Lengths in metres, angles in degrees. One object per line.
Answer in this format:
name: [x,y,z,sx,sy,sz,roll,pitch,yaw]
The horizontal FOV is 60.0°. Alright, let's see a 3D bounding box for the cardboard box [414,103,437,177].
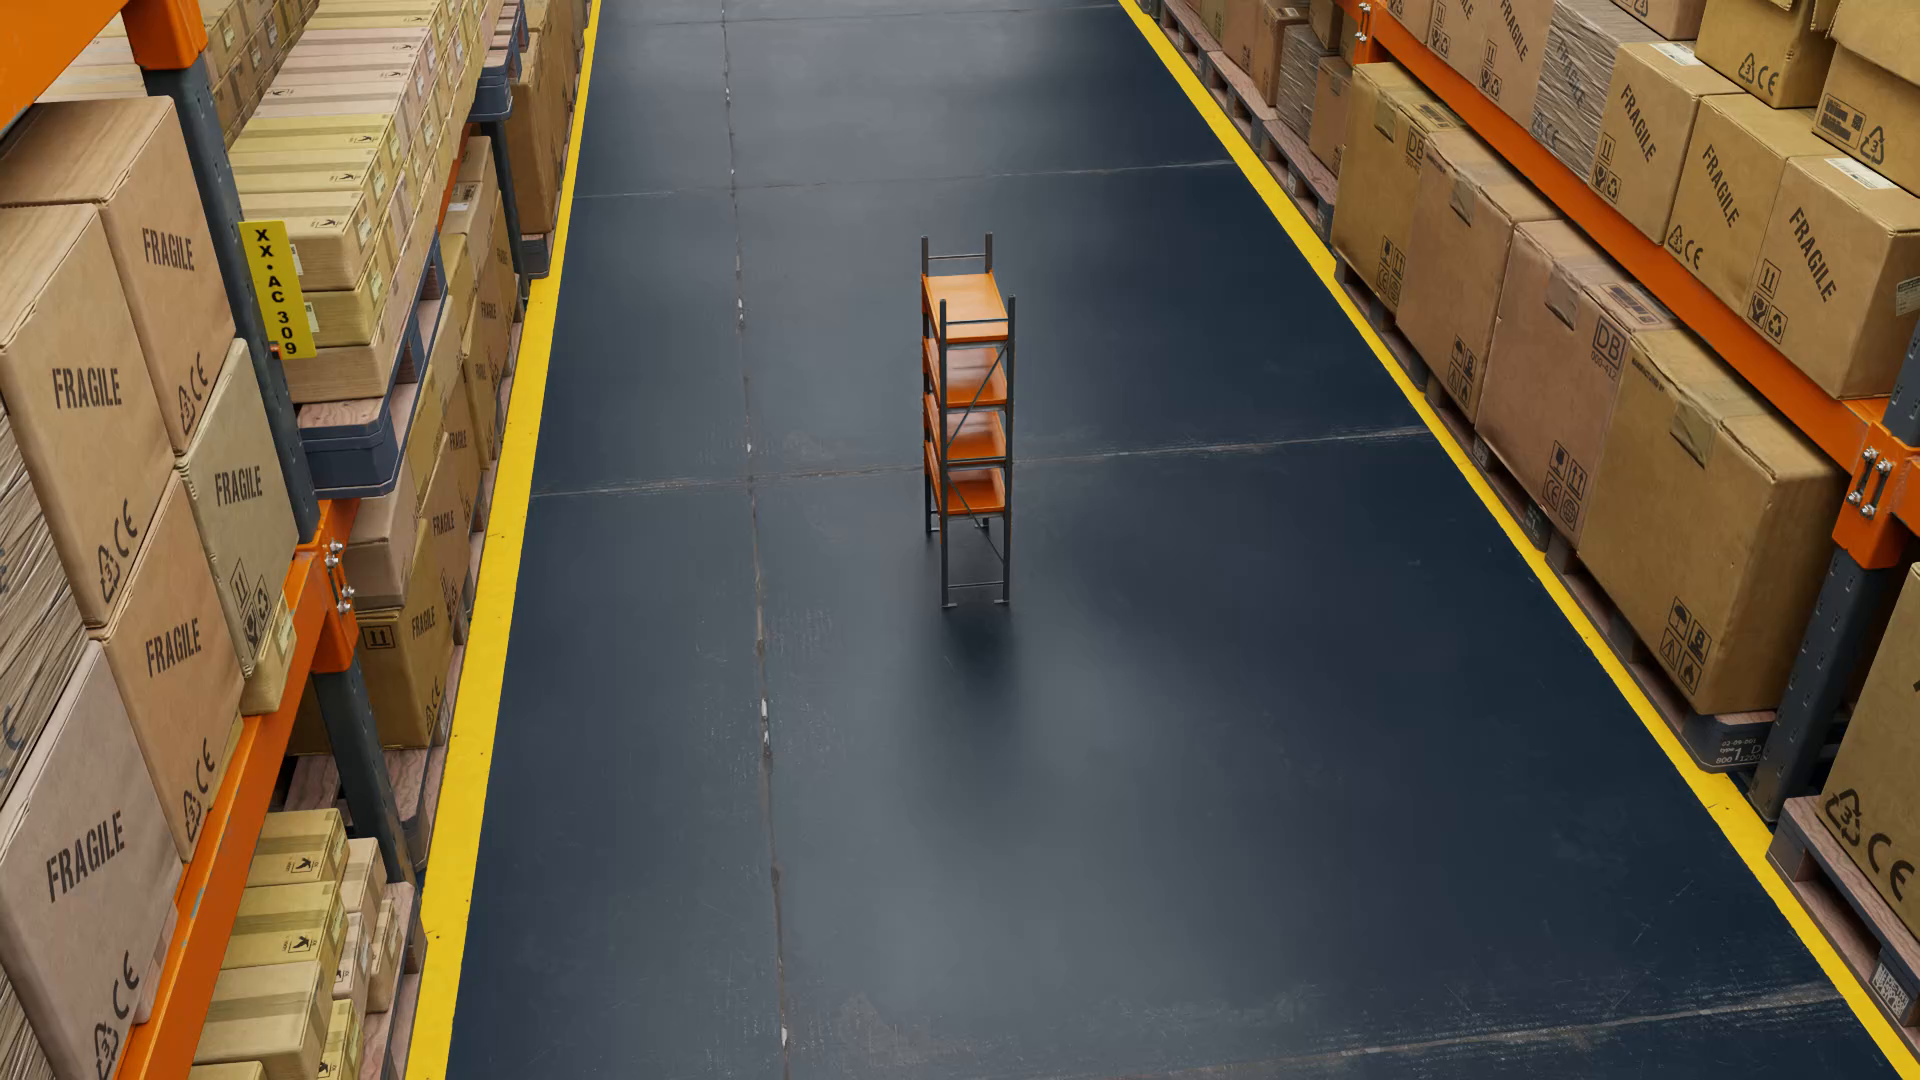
cardboard box: [-1.763,-1.167,4.885,0.380,0.149,0.250,-3,34,-4]

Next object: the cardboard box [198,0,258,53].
cardboard box: [-2.509,-1.678,5.371,0.380,0.149,0.250,-3,34,-5]

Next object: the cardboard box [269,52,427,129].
cardboard box: [-1.758,-1.287,4.797,0.380,0.149,0.250,-5,35,-7]

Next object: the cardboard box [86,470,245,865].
cardboard box: [-1.606,0.238,2.884,0.500,0.500,0.500,-5,35,-8]

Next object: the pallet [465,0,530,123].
pallet: [-2.356,-1.899,6.544,1.213,0.211,1.003,-4,35,-6]

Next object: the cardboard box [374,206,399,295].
cardboard box: [-1.653,-0.728,4.241,0.380,0.149,0.250,-5,35,-7]

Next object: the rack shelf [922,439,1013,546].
rack shelf: [0.022,-0.184,5.926,0.258,0.148,0.480,-4,35,-6]

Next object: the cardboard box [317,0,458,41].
cardboard box: [-1.866,-1.723,5.437,0.380,0.149,0.250,-3,34,-4]

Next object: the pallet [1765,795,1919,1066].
pallet: [2.934,1.127,4.409,1.003,0.211,1.213,-4,35,-6]

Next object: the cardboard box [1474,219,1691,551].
cardboard box: [2.682,-0.605,5.988,1.225,0.875,0.875,-6,35,-8]

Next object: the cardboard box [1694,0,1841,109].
cardboard box: [2.734,-1.651,5.030,0.797,0.503,0.637,-4,34,-6]

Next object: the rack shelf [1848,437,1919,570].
rack shelf: [3.178,0.958,2.820,1.077,0.370,4.000,-4,35,-6]

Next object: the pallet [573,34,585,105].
pallet: [-2.917,-3.023,10.499,1.003,0.211,1.213,-4,35,-6]

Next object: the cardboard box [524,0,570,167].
cardboard box: [-2.671,-2.446,8.801,1.050,0.750,0.750,-4,34,-6]

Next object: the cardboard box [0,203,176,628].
cardboard box: [-1.613,-0.184,2.615,0.500,0.500,0.500,-5,35,-8]

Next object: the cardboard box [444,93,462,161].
cardboard box: [-1.828,-1.330,5.388,0.380,0.149,0.250,-6,35,-9]

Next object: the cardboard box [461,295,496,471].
cardboard box: [-2.057,-0.578,6.281,0.500,0.500,0.500,-6,35,-9]

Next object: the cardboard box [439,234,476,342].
cardboard box: [-2.074,-0.891,6.075,0.500,0.250,0.500,-4,34,-5]

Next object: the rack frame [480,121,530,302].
rack frame: [-2.557,-2.368,7.062,1.000,3.000,0.127,-4,35,-6]

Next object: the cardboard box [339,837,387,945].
cardboard box: [-1.662,0.897,4.164,0.380,0.149,0.250,-4,34,-5]

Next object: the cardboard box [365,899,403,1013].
cardboard box: [-1.629,1.061,4.188,0.380,0.149,0.250,-4,34,-6]

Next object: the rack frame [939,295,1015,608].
rack frame: [0.055,-0.267,5.577,0.240,1.200,0.015,-4,35,-6]

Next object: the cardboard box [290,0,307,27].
cardboard box: [-2.614,-1.976,6.072,0.380,0.149,0.250,-5,35,-8]

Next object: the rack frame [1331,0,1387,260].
rack frame: [2.371,-2.688,7.530,1.000,3.000,0.127,-4,35,-6]

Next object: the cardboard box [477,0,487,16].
cardboard box: [-1.964,-2.024,6.143,0.380,0.149,0.250,-4,34,-5]

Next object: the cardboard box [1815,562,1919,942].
cardboard box: [2.919,0.623,4.186,0.875,0.875,0.875,-4,35,-6]

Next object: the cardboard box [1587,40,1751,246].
cardboard box: [2.439,-1.305,5.412,0.500,0.500,0.500,-5,35,-7]

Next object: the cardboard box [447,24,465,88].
cardboard box: [-1.864,-1.600,5.520,0.380,0.149,0.250,-4,34,-5]

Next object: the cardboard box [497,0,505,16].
cardboard box: [-2.036,-2.198,6.661,0.380,0.149,0.250,-4,34,-6]

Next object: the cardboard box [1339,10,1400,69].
cardboard box: [2.251,-2.518,8.444,0.500,0.250,0.500,-3,34,-4]

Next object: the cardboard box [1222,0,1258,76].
cardboard box: [2.016,-3.145,10.030,0.700,0.500,0.500,-7,35,-10]

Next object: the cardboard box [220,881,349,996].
cardboard box: [-1.640,0.941,3.836,0.380,0.149,0.250,-4,34,-6]

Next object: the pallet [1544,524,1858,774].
pallet: [2.731,0.272,5.664,1.003,0.211,1.213,-4,35,-6]

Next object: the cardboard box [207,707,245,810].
cardboard box: [-1.630,0.398,3.225,0.380,0.149,0.250,-3,34,-4]

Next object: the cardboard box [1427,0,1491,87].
cardboard box: [2.238,-2.149,6.652,0.500,0.500,0.500,-5,35,-8]

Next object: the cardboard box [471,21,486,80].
cardboard box: [-1.939,-1.776,6.043,0.380,0.149,0.250,-5,35,-7]

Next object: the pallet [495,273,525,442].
pallet: [-2.454,-0.780,7.207,1.003,0.211,1.213,-4,35,-6]

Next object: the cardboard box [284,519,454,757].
cardboard box: [-1.856,0.291,5.007,0.500,0.500,0.500,-3,34,-5]

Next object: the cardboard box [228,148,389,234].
cardboard box: [-1.660,-0.862,4.173,0.380,0.149,0.250,-3,34,-5]

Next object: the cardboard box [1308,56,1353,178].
cardboard box: [2.261,-2.209,8.657,0.700,0.500,0.500,-6,35,-9]

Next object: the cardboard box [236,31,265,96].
cardboard box: [-2.517,-1.558,5.458,0.380,0.149,0.250,-5,35,-7]

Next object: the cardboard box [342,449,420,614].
cardboard box: [-1.857,-0.019,4.795,0.500,0.250,0.500,-6,35,-8]

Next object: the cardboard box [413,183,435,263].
cardboard box: [-1.722,-0.895,4.750,0.380,0.149,0.250,-4,34,-6]

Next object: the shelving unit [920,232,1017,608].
shelving unit: [0.022,-0.403,5.777,0.258,1.200,0.503,-4,35,-6]

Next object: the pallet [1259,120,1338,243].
pallet: [2.267,-1.972,8.956,1.003,0.211,1.213,-4,35,-6]

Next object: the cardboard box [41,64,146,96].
cardboard box: [-2.402,-1.239,4.727,0.380,0.149,0.250,-5,35,-8]

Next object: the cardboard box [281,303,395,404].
cardboard box: [-1.617,-0.461,4.112,0.380,0.149,0.250,-6,35,-9]

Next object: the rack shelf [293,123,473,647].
rack shelf: [-2.288,-0.955,5.627,1.077,0.370,4.000,-4,35,-6]

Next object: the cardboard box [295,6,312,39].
cardboard box: [-2.625,-1.873,6.185,0.380,0.149,0.250,-3,34,-4]

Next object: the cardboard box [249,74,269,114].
cardboard box: [-2.517,-1.433,5.540,0.380,0.149,0.250,-4,34,-6]
